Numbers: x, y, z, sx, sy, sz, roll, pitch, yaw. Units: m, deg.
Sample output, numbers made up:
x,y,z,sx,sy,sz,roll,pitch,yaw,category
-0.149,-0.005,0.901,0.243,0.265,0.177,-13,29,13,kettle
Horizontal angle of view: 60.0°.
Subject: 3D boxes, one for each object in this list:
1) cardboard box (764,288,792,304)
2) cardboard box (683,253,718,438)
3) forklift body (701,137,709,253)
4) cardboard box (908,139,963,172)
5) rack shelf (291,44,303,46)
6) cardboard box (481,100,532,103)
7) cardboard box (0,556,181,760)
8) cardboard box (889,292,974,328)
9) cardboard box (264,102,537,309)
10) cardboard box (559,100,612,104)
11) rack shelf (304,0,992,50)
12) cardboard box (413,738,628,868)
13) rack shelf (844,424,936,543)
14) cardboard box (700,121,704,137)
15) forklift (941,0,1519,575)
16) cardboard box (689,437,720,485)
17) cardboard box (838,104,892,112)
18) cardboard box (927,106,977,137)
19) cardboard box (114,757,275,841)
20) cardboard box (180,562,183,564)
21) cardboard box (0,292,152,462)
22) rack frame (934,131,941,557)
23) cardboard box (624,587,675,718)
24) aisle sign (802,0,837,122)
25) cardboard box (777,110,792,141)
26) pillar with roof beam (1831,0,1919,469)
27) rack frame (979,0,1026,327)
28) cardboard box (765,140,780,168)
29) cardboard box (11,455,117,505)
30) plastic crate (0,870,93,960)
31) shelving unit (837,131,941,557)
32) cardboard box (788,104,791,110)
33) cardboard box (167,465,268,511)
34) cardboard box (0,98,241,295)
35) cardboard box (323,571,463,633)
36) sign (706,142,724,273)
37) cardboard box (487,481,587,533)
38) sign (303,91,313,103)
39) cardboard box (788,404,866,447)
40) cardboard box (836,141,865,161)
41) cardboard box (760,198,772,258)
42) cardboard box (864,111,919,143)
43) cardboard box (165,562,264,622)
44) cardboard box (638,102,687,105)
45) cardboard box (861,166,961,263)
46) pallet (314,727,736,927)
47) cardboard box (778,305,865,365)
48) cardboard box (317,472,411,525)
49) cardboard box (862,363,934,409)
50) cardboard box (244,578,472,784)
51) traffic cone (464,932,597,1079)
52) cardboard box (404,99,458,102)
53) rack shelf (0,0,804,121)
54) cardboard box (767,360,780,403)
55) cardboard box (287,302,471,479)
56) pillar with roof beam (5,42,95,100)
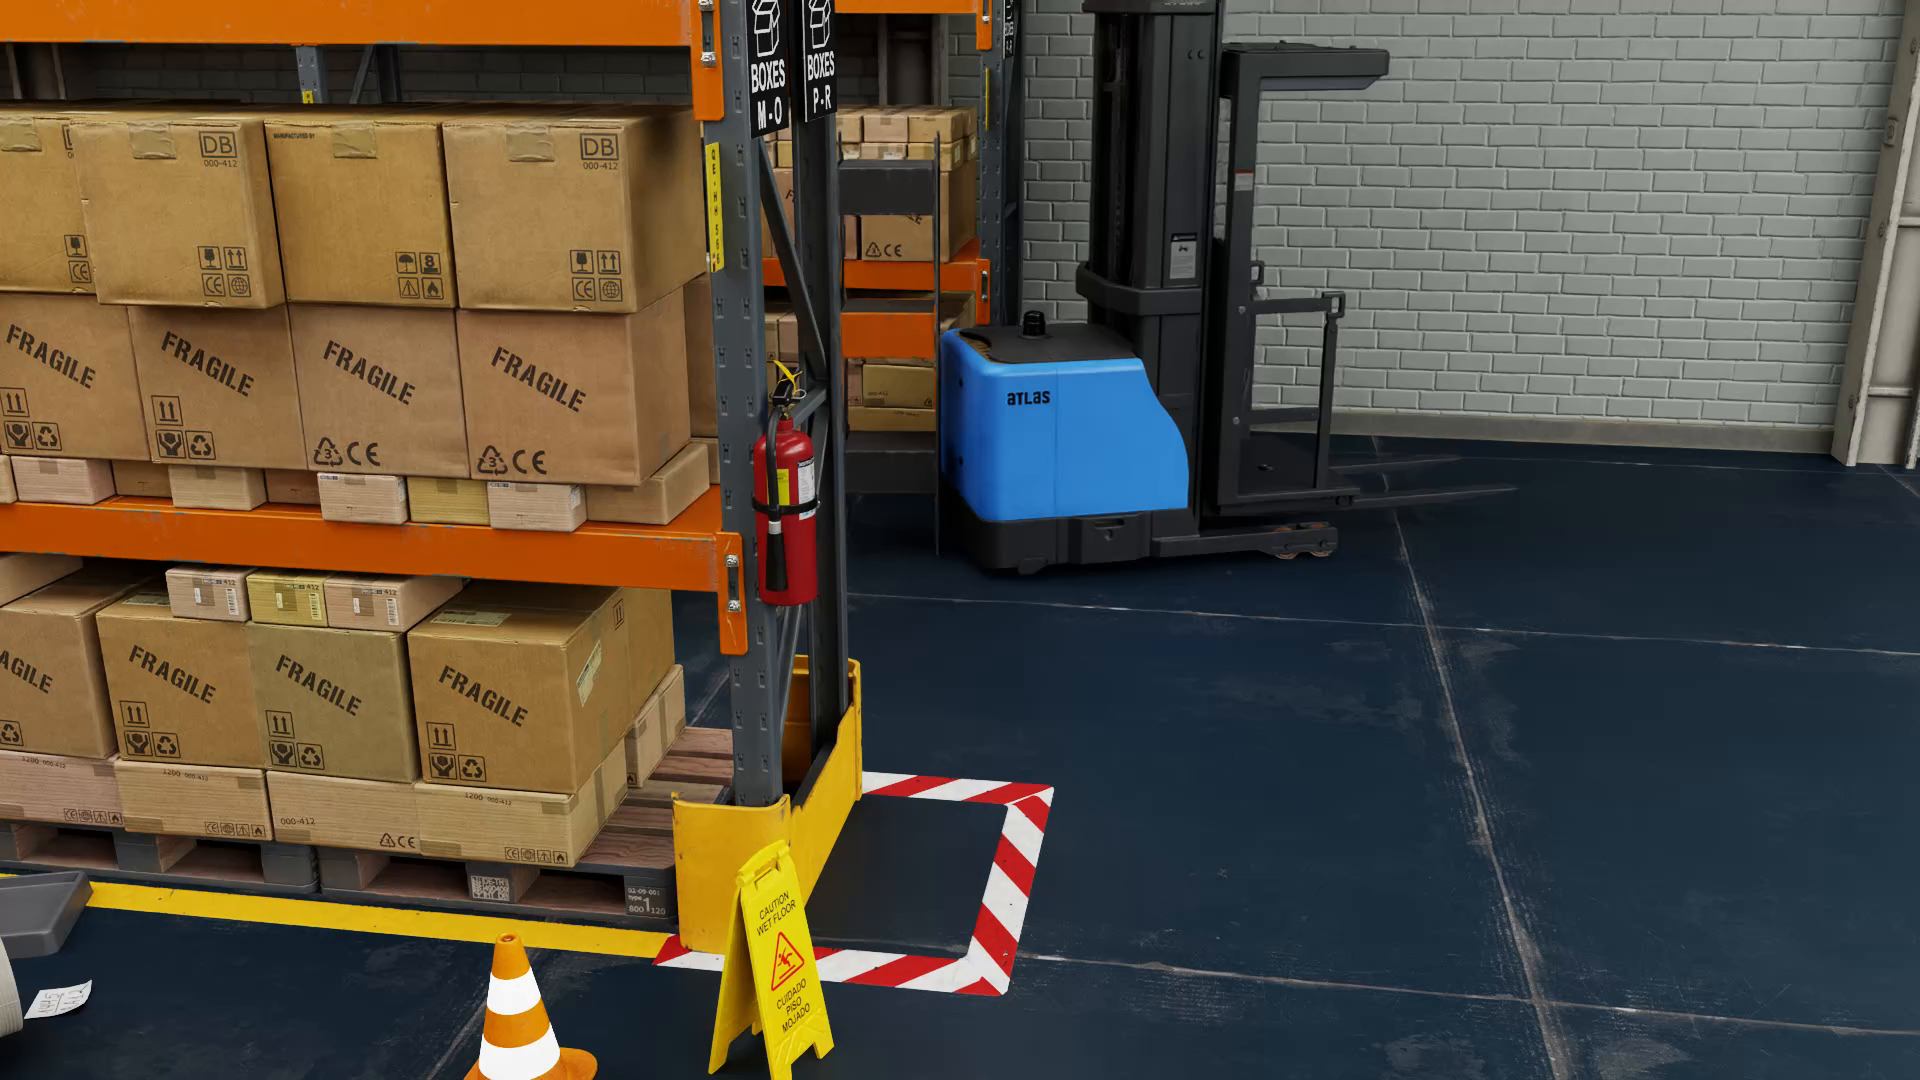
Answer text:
x,y,z,sx,sy,sz,roll,pitch,yaw,category
-1.180,-1.404,10.368,0.500,0.250,0.500,3,19,8,cardboard box
-0.957,-0.643,5.370,0.500,0.500,0.500,3,19,8,cardboard box
-1.911,-1.020,8.462,1.214,2.155,2.313,3,19,9,forklift body
-0.136,-2.183,9.421,0.250,0.149,0.380,3,19,9,cardboard box
-5.674,-3.282,10.291,4.000,0.370,1.077,3,19,9,rack shelf
-2.831,-2.640,10.317,0.250,0.149,0.380,3,19,8,cardboard box
-2.901,0.369,5.464,0.500,0.500,0.500,4,19,12,cardboard box
-0.194,-1.352,10.211,0.500,0.250,0.500,3,19,8,cardboard box
-1.571,-0.991,4.836,0.500,0.500,0.700,3,19,9,cardboard box
-2.321,-2.628,10.280,0.250,0.149,0.380,3,19,8,cardboard box
-1.724,-3.081,9.689,4.000,0.370,1.077,3,19,9,rack shelf
-1.398,0.804,5.345,0.500,0.250,0.500,3,19,8,cardboard box
-0.356,-0.299,8.637,0.480,0.518,0.431,0,19,1,rack shelf
-1.413,-2.380,9.539,0.250,0.149,0.380,3,19,10,cardboard box
1.458,-1.447,8.509,3.031,2.935,1.130,-4,19,-13,forklift
-0.836,-0.306,5.387,0.250,0.149,0.380,3,19,9,cardboard box
-0.563,-2.511,9.932,0.250,0.149,0.380,3,19,10,cardboard box
-0.047,-2.479,9.835,0.250,0.149,0.380,3,19,8,cardboard box
-2.402,0.752,5.500,0.500,0.250,0.500,2,19,7,cardboard box
-2.849,0.200,5.966,0.500,0.500,0.500,4,19,12,cardboard box
-2.597,-0.557,5.115,0.500,0.500,0.500,3,19,9,cardboard box
-0.112,-0.974,8.406,0.015,2.100,0.400,0,19,1,rack frame
-1.309,0.277,5.736,0.500,0.500,0.500,2,19,7,cardboard box
-0.423,-1.670,4.971,0.004,0.787,0.394,3,19,9,aisle sign
-0.882,-2.390,9.570,0.250,0.149,0.380,3,19,9,cardboard box
4.947,-3.410,4.814,0.400,9.000,9.100,3,19,9,pillar with roof beam
0.250,-1.899,9.750,0.127,3.000,1.000,3,19,9,rack frame
-1.154,-2.234,9.572,0.250,0.149,0.380,2,19,7,cardboard box
-2.708,-0.238,5.183,0.250,0.149,0.380,3,19,8,cardboard box
-3.062,1.176,5.163,0.583,0.080,0.402,-3,19,-10,plastic crate
-0.356,-0.976,8.410,0.503,2.100,0.431,0,19,1,shelving unit
-1.069,-2.534,10.000,0.250,0.149,0.380,4,19,10,cardboard box
-2.210,-0.219,5.125,0.250,0.149,0.380,3,19,8,cardboard box
-2.561,-1.053,5.021,0.500,0.500,0.700,3,19,8,cardboard box
-1.739,0.142,5.119,0.250,0.149,0.380,3,19,10,cardboard box
-0.641,-0.870,4.352,0.005,0.325,0.100,3,19,9,sign
-1.204,-0.154,4.932,0.250,0.149,0.380,3,19,8,cardboard box
-3.775,-2.441,9.671,0.005,0.325,0.100,3,19,9,sign
-0.753,-0.747,9.979,0.500,0.250,0.500,3,19,9,cardboard box
-0.640,-2.219,9.528,0.250,0.149,0.380,3,19,10,cardboard box
-1.294,-1.943,9.726,0.500,0.500,0.500,3,19,8,cardboard box
-0.385,-2.349,9.449,0.250,0.149,0.380,3,19,9,cardboard box
-2.246,0.115,5.201,0.250,0.149,0.380,4,19,11,cardboard box
-1.831,-2.578,10.131,0.250,0.149,0.380,3,19,10,cardboard box
-0.277,-1.889,9.563,0.500,0.500,0.500,3,19,7,cardboard box
-1.405,0.923,5.711,1.213,0.211,1.003,3,19,9,pallet
-0.759,-1.217,9.810,0.500,0.250,0.500,3,19,10,cardboard box
-1.713,-0.177,5.001,0.250,0.149,0.380,3,19,10,cardboard box
-0.280,-0.958,9.821,0.500,0.250,0.500,3,19,8,cardboard box
-1.881,0.422,5.305,0.500,0.500,0.500,4,19,11,cardboard box
-1.162,1.242,4.362,0.334,0.463,0.336,3,19,9,traffic cone
-3.336,-2.675,10.421,0.250,0.149,0.380,3,19,9,cardboard box
-2.508,-1.525,5.041,4.000,0.370,1.077,3,19,9,rack shelf
-1.286,-1.006,9.965,0.500,0.250,0.500,2,19,7,cardboard box
-1.606,-0.500,4.942,0.500,0.500,0.500,3,19,9,cardboard box
-6.901,-4.014,6.619,0.400,9.000,9.100,3,19,9,pillar with roof beam
